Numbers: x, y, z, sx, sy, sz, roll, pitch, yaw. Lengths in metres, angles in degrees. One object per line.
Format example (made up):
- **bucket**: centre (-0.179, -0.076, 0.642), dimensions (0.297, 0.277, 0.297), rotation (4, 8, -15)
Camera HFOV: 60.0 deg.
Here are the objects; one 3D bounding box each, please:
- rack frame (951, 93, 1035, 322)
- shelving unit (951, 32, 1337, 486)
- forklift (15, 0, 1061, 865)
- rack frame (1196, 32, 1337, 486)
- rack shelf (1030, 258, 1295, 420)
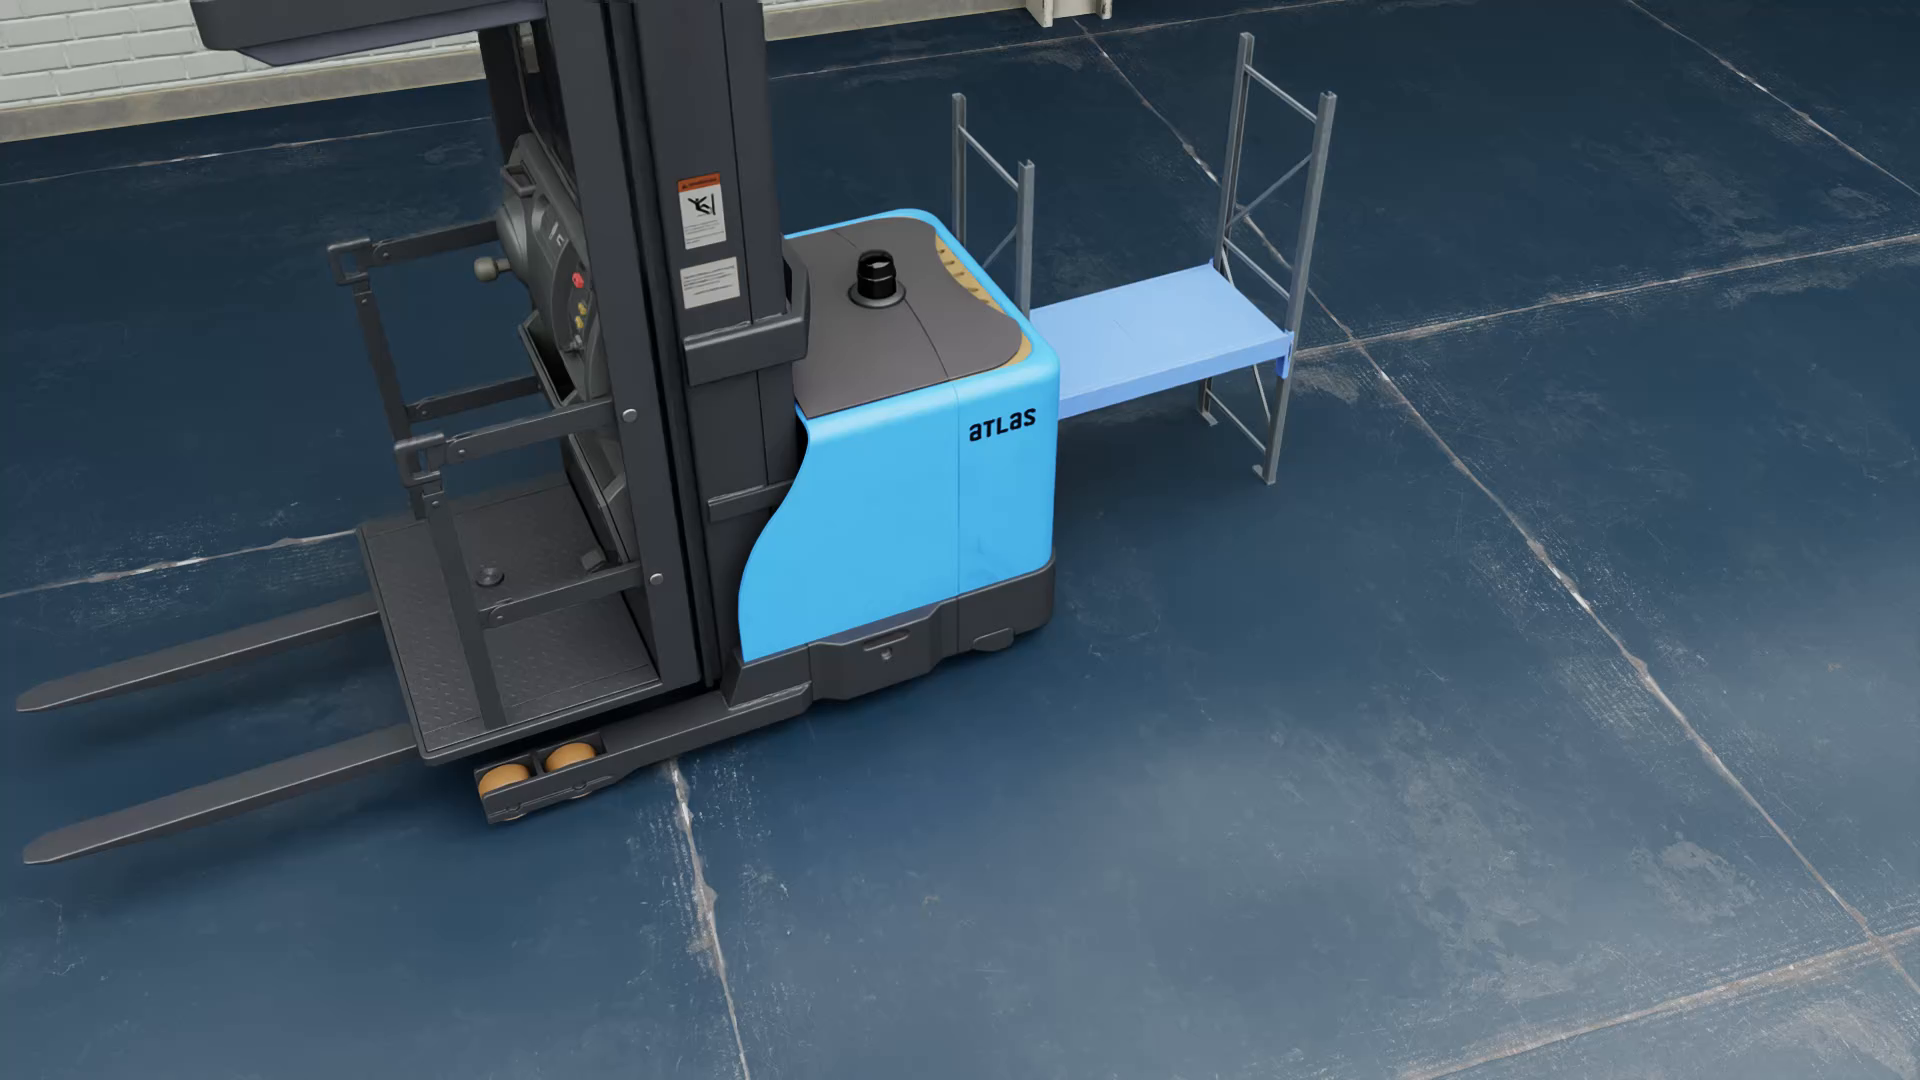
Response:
- **rack frame**: centre (0.092, -0.632, 5.333), dimensions (0.032, 1.500, 0.500), rotation (-17, 44, -18)
- **shelving unit**: centre (0.553, -0.773, 5.494), dimensions (1.048, 1.500, 0.538), rotation (-17, 44, -18)
- **forklift**: centre (-1.257, -0.690, 4.312), dimensions (3.031, 2.935, 1.130), rotation (-17, 44, -18)
- **rack frame**: centre (1.014, -0.913, 5.655), dimensions (0.032, 1.500, 0.500), rotation (-17, 44, -18)
- **rack shelf**: centre (0.553, -0.637, 5.613), dimensions (1.000, 0.185, 0.538), rotation (-17, 44, -18)
